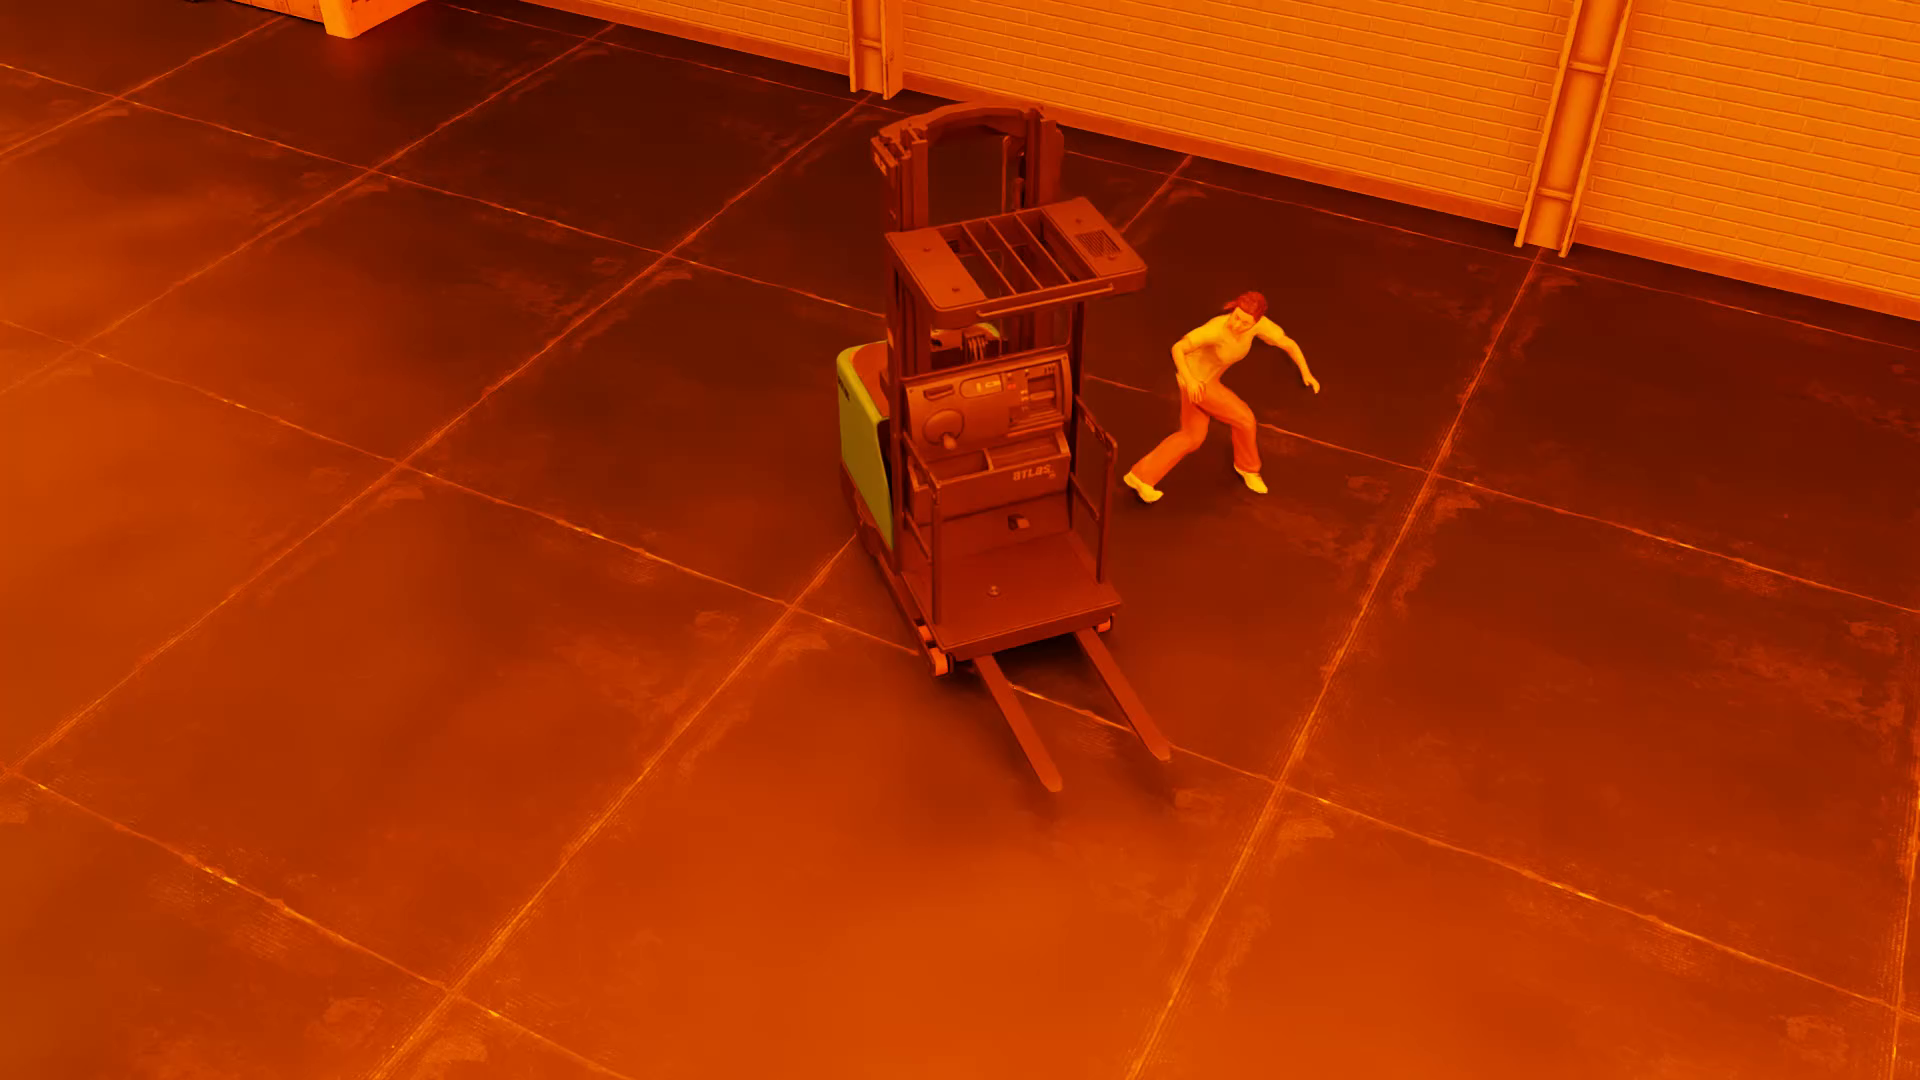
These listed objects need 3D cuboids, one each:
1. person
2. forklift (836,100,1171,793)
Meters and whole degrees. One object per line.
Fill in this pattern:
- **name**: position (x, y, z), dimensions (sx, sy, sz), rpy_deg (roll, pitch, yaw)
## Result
- **person**: position (1.616, -0.824, 10.161), dimensions (1.036, 1.443, 0.829), rpy_deg (19, 44, 21)
- **forklift**: position (0.240, -0.662, 8.773), dimensions (1.130, 2.935, 3.031), rpy_deg (-14, 42, -16)
